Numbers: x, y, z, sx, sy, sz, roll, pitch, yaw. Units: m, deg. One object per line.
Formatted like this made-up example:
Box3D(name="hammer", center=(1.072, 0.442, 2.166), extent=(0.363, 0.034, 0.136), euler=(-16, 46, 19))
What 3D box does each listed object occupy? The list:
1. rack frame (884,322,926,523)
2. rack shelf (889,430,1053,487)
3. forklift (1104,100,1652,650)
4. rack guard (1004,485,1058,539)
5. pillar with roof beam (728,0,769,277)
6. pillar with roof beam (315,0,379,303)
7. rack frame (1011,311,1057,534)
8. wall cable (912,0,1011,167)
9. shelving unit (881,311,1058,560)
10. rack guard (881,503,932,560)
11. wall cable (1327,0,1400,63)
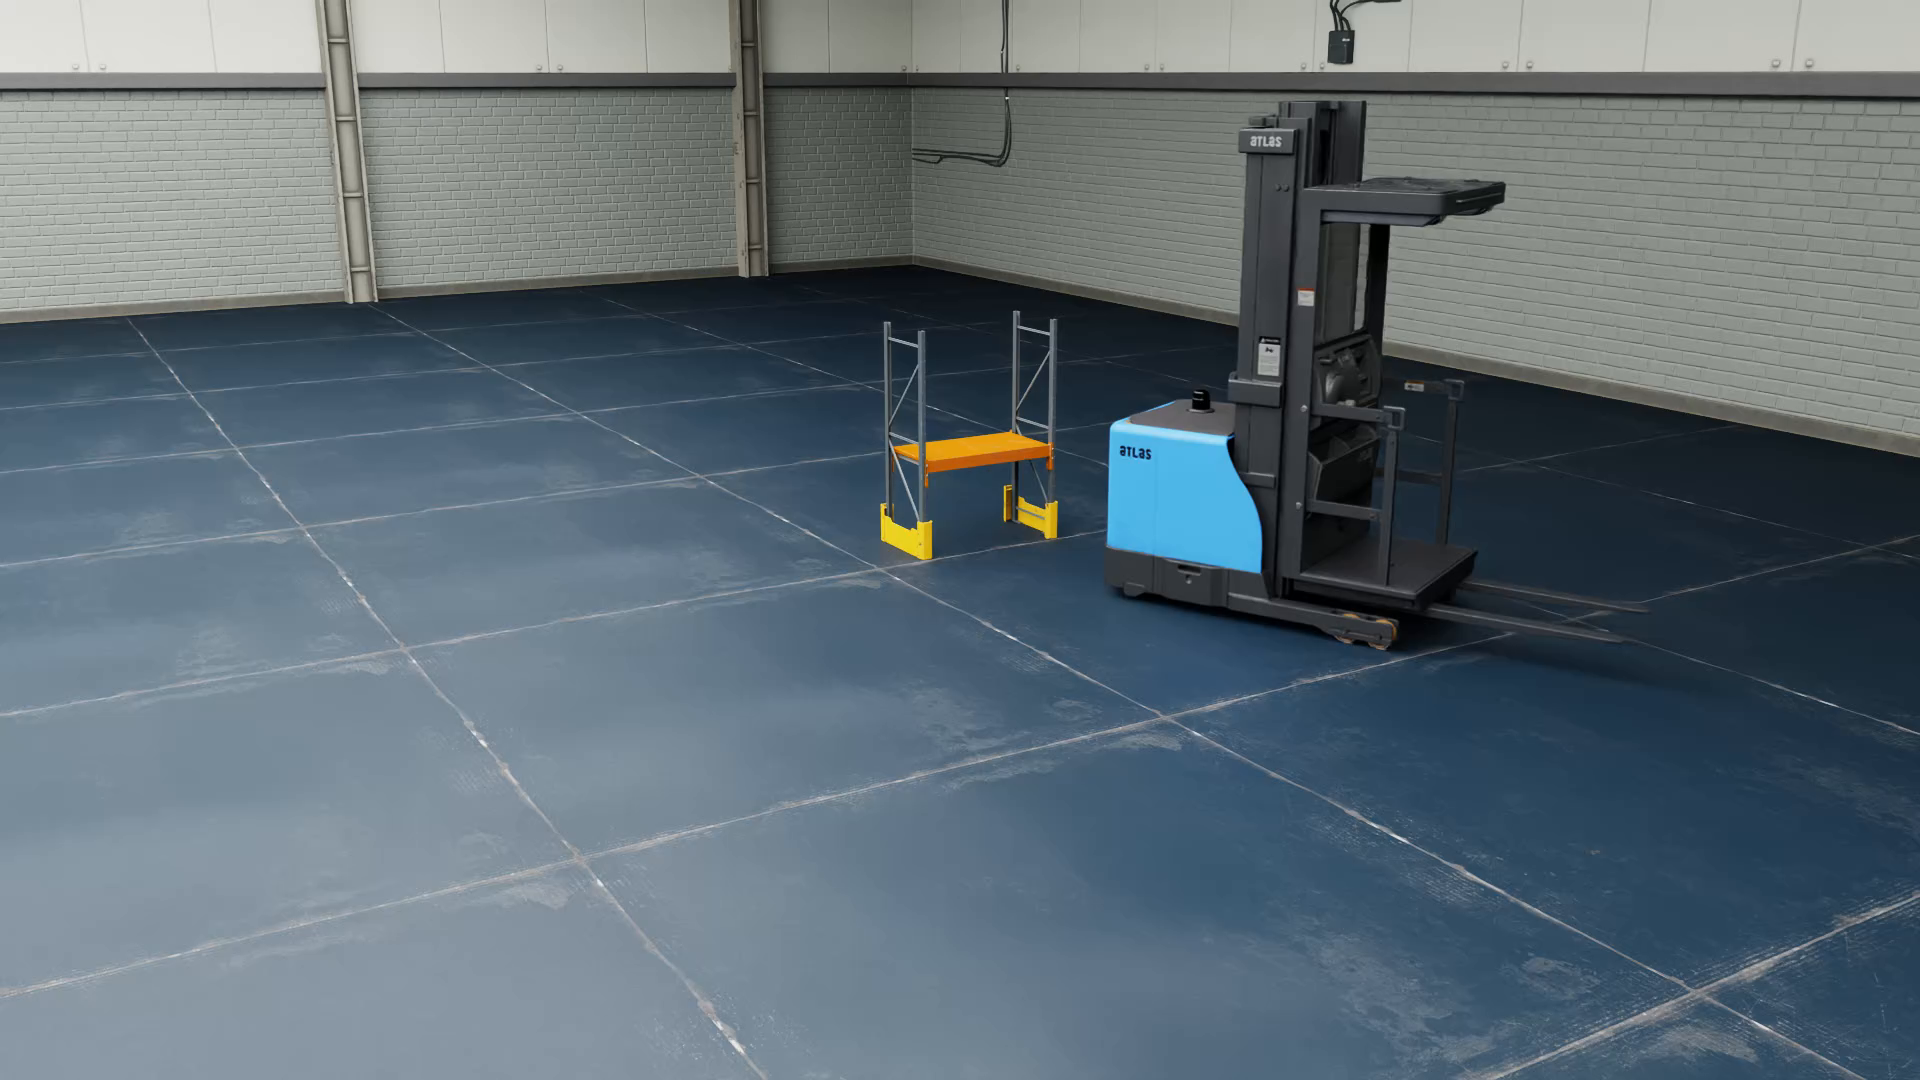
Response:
Box3D(name="rack frame", center=(-0.363, -0.663, 10.998), extent=(0.032, 1.500, 0.500), euler=(-9, 18, -30))
Box3D(name="rack shelf", center=(0.073, -0.561, 11.298), extent=(1.000, 0.185, 0.538), euler=(-9, 18, -30))
Box3D(name="forklift", center=(2.391, -0.966, 9.424), extent=(3.031, 2.935, 1.130), euler=(10, 19, 33))
Box3D(name="rack guard", center=(0.492, -0.200, 11.661), extent=(0.087, 0.250, 0.587), euler=(-9, 18, -30))
Box3D(name="pillar with roof beam", center=(-1.055, -7.528, 21.593), extent=(0.400, 9.000, 9.100), euler=(-9, 18, -30))
Box3D(name="pillar with roof beam", center=(-6.198, -6.694, 18.618), extent=(0.400, 9.000, 9.100), euler=(-9, 18, -30))
Box3D(name="rack frame", center=(0.509, -0.805, 11.502), extent=(0.032, 1.500, 0.500), euler=(-9, 18, -30))
Box3D(name="wall cable", center=(-0.066, -7.132, 25.935), extent=(0.112, 2.526, 3.097), euler=(-9, 18, -30))
Box3D(name="shelving unit", center=(0.065, -0.733, 11.245), extent=(1.083, 1.500, 0.587), euler=(-9, 18, -30))
Box3D(name="rack guard", center=(-0.362, -0.062, 11.167), extent=(0.087, 0.250, 0.587), euler=(-9, 18, -30))
Box3D(name="wall cable", center=(4.810, -8.067, 17.213), extent=(0.169, 6.003, 2.305), euler=(-9, 18, -30))
